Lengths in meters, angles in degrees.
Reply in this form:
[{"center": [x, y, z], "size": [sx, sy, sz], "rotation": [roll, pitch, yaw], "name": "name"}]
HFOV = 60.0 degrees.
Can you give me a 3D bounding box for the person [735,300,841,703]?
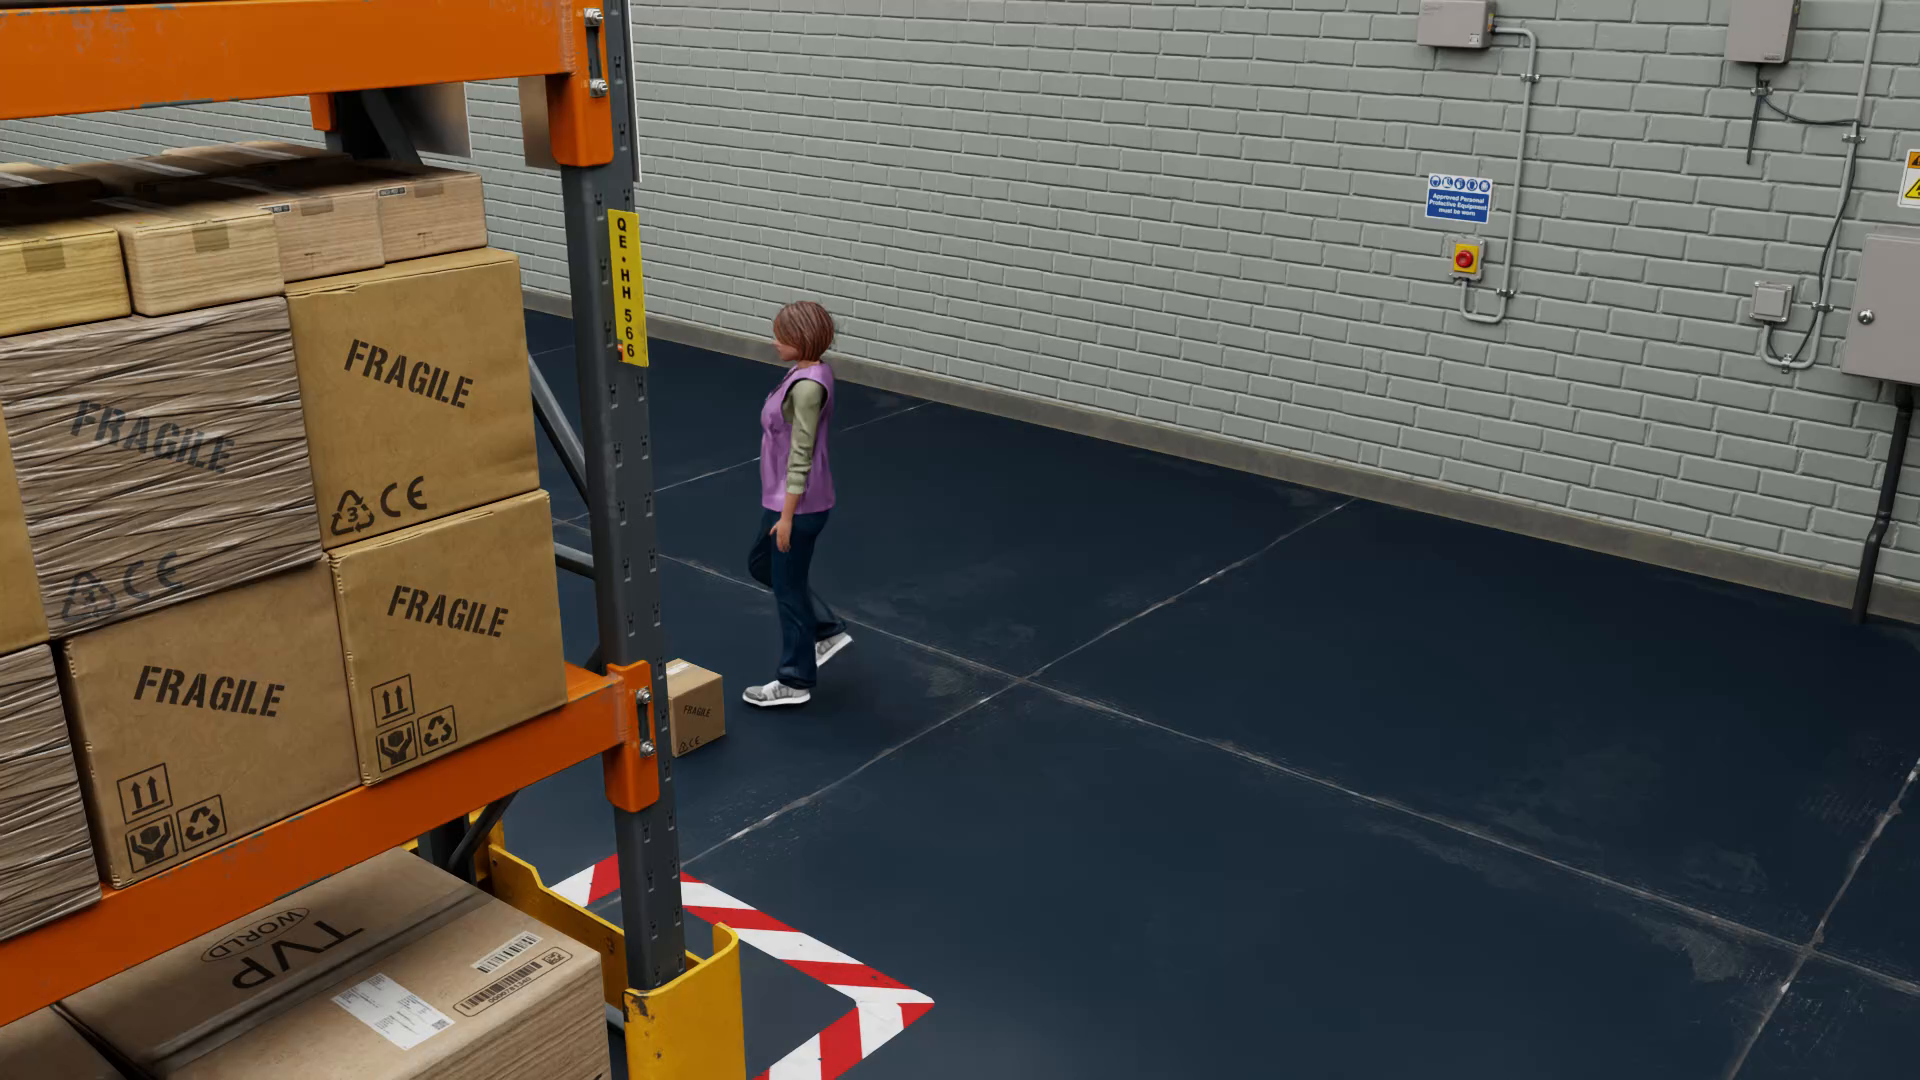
[{"center": [-0.679, -0.131, 6.440], "size": [0.426, 1.584, 0.438], "rotation": [-4, 21, -11], "name": "person"}]
